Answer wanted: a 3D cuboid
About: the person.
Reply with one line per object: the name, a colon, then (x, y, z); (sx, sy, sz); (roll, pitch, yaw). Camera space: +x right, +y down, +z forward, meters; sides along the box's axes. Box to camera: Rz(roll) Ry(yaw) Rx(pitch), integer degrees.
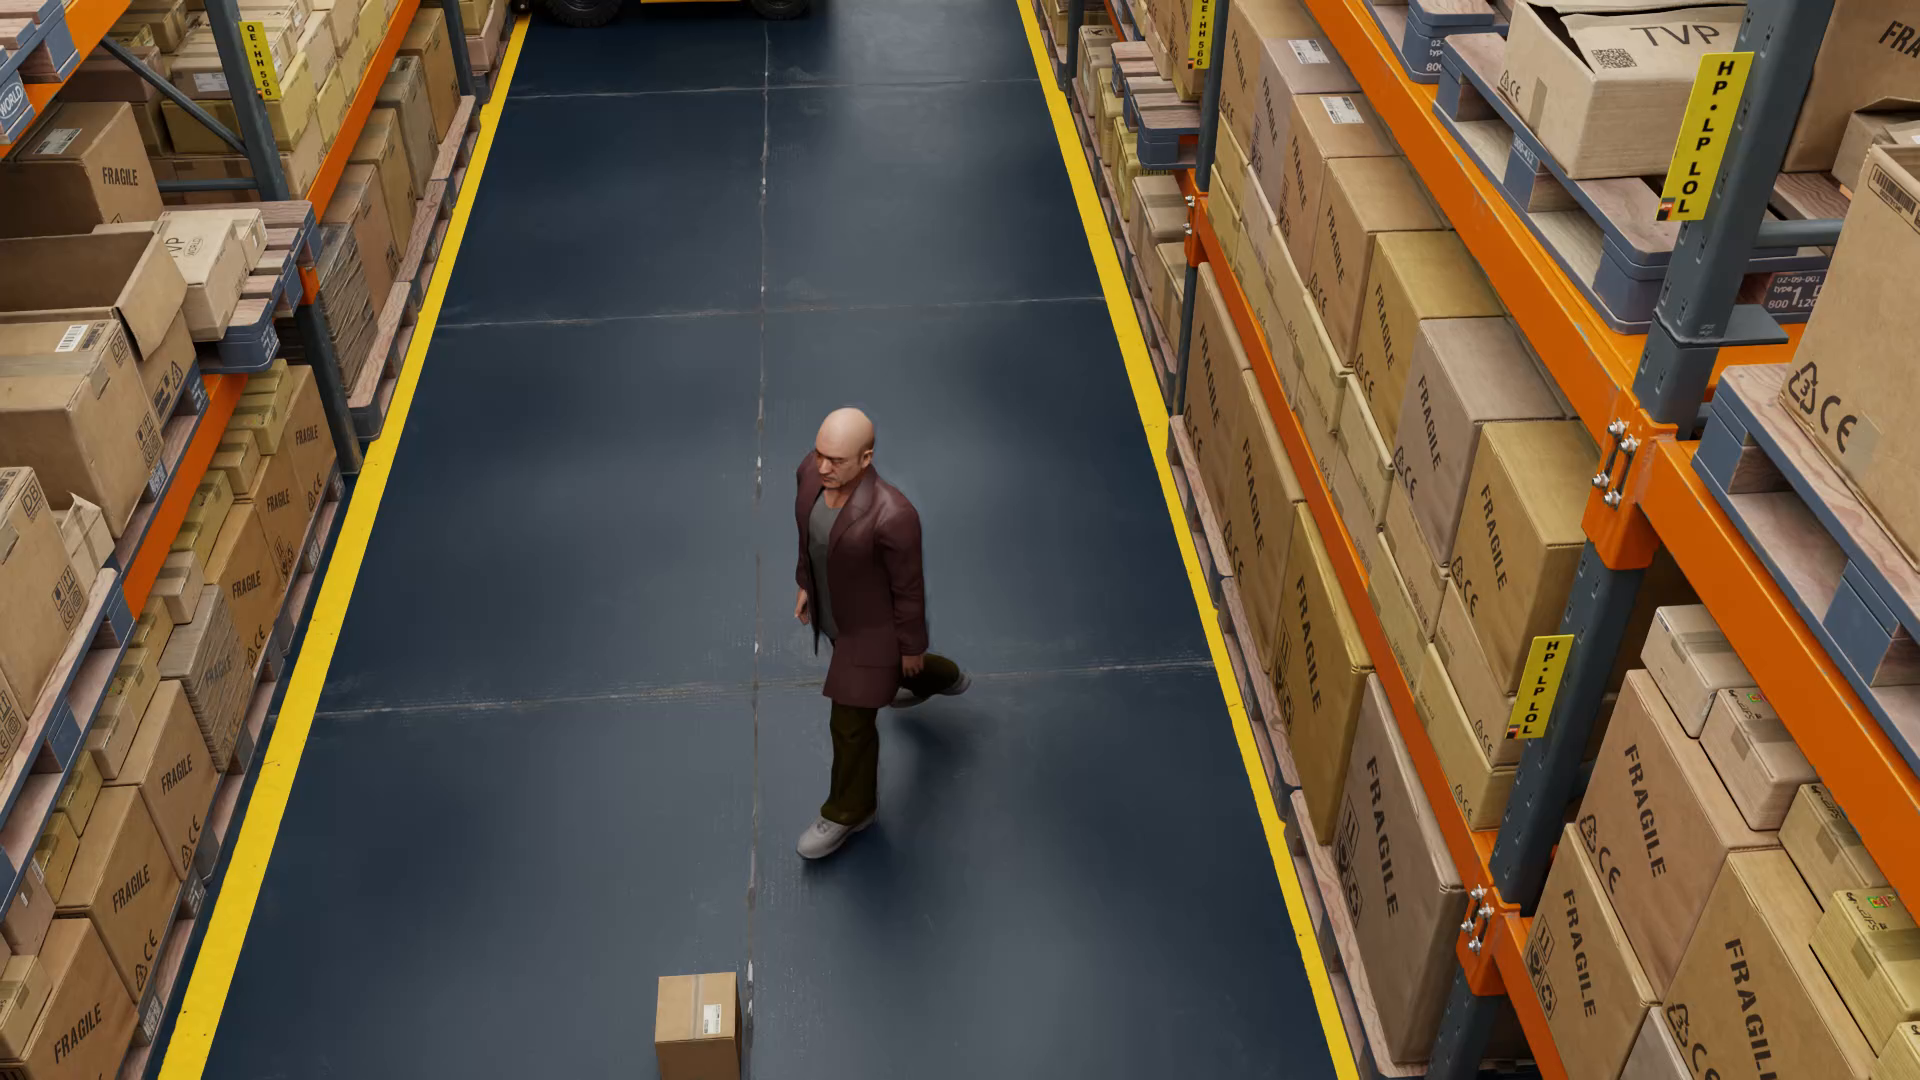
person: (-0.309, 0.232, 5.871); (0.976, 1.758, 0.598); (-26, 45, -29)
